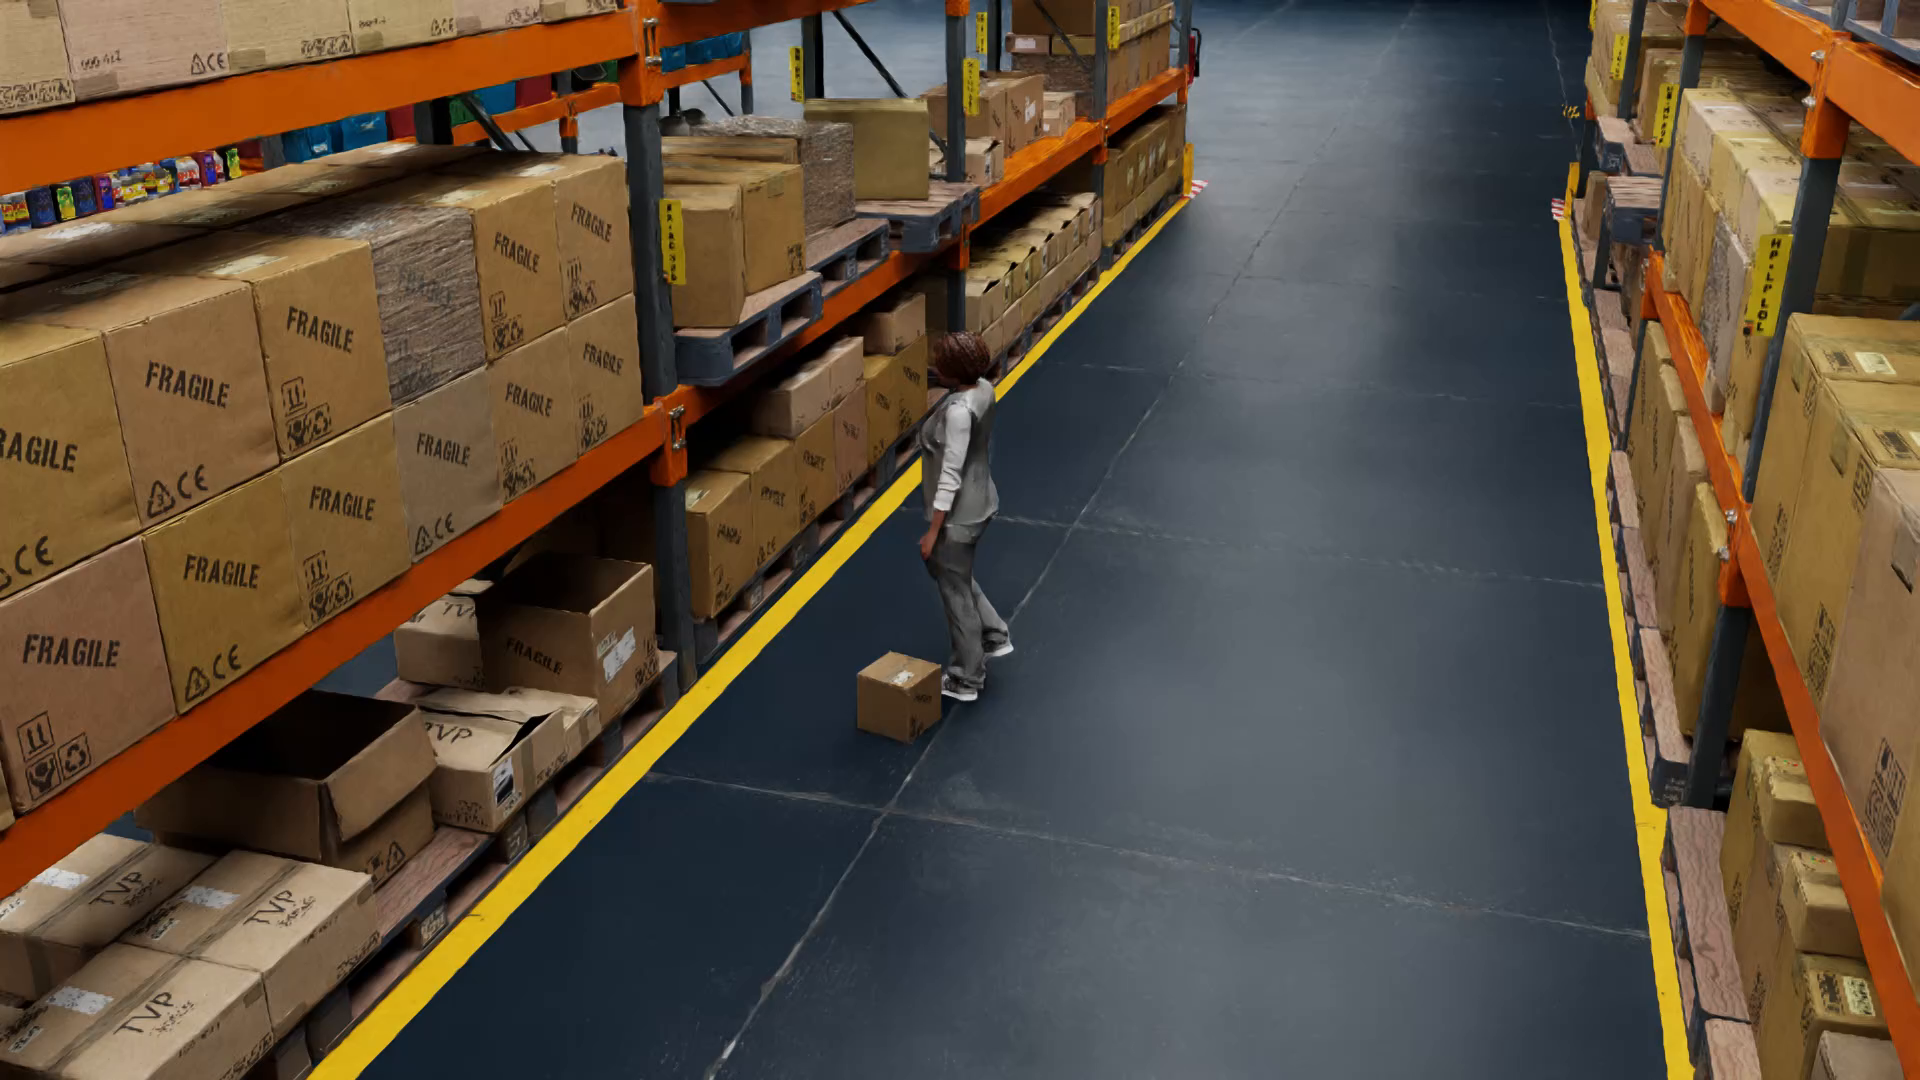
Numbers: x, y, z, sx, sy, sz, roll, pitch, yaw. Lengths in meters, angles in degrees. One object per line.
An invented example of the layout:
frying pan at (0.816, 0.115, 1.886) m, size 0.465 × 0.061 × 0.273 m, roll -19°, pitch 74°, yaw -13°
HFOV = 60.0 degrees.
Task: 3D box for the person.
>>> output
person at (-0.003, -0.094, 6.838) m, size 0.401 × 1.595 × 0.511 m, roll 8°, pitch 24°, yaw 18°
